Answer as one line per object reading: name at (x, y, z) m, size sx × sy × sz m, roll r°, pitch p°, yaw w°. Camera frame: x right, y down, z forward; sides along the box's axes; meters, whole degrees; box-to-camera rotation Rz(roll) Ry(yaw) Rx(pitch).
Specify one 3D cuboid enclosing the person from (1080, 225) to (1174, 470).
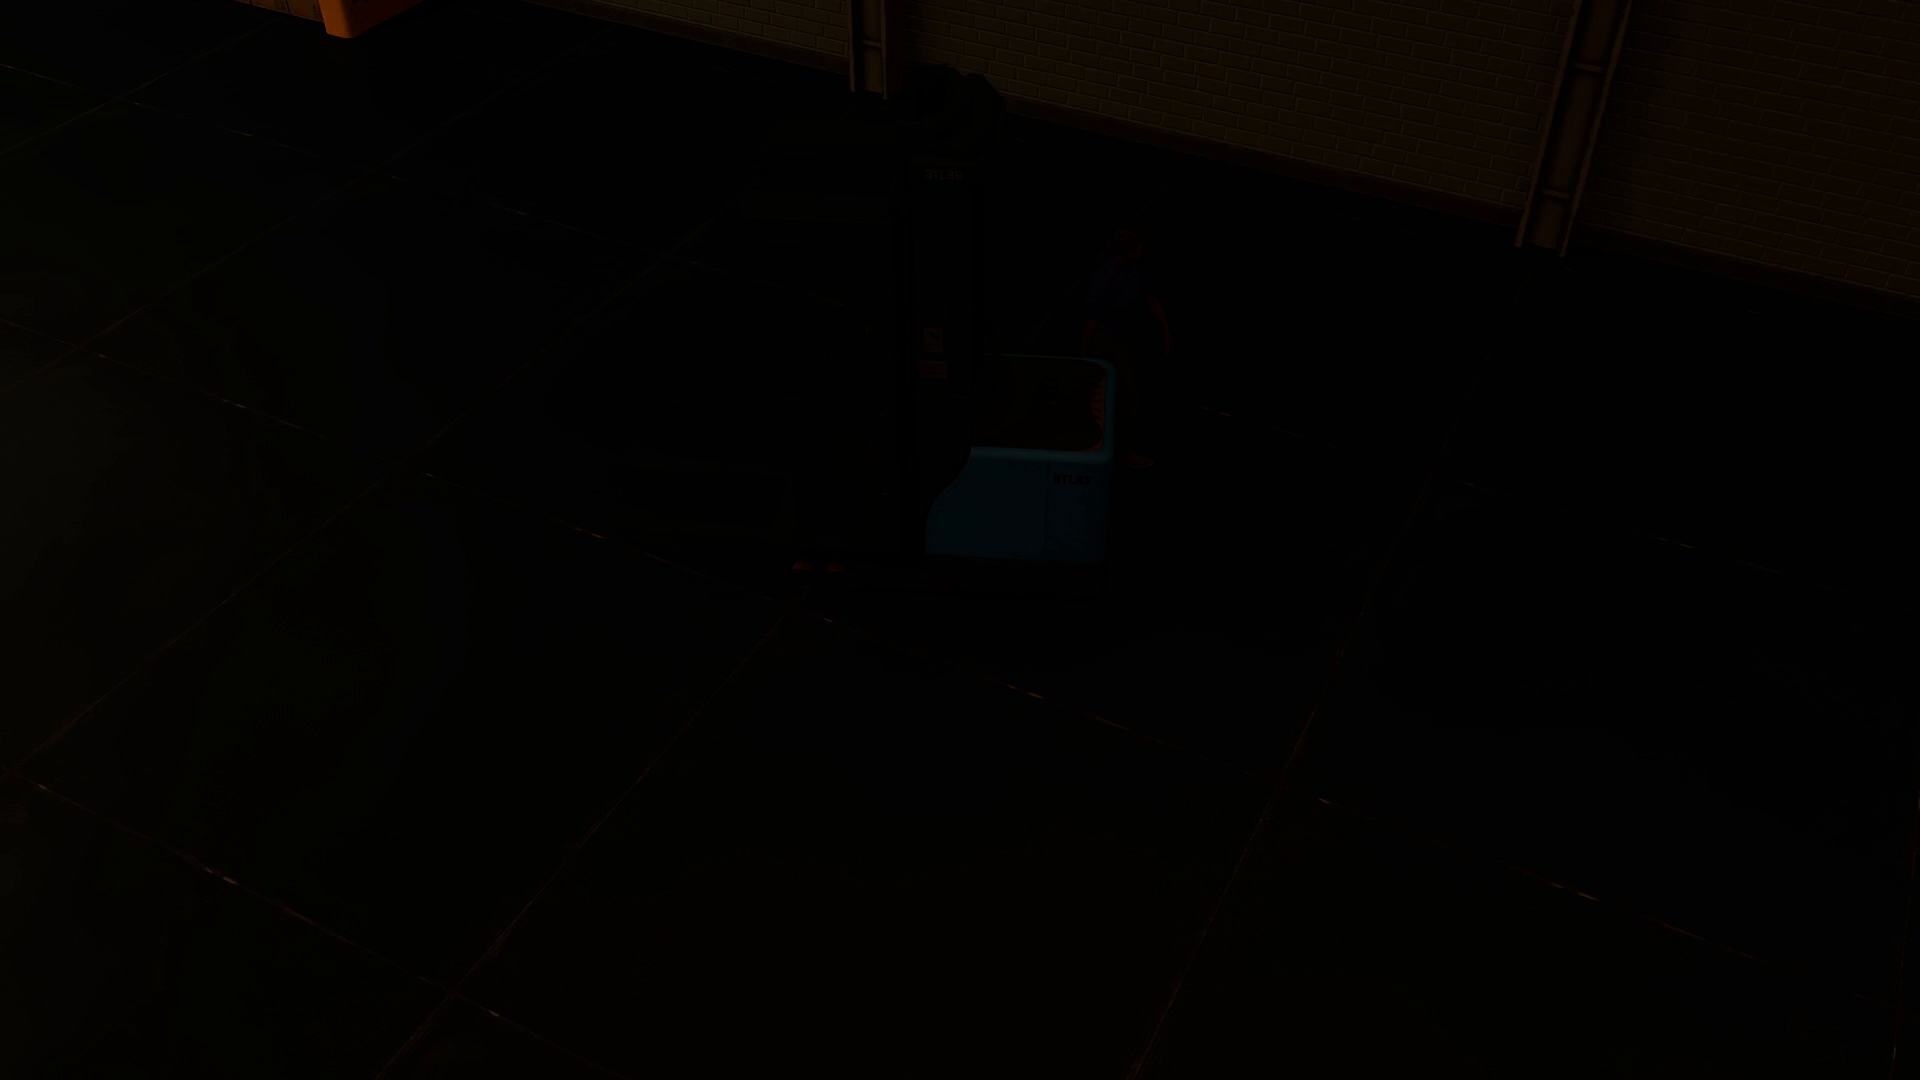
person at (0.997, -1.224, 10.488) m, size 0.736 × 1.594 × 0.606 m, roll 22°, pitch 45°, yaw 24°

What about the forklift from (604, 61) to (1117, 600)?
forklift at (-0.606, -1.157, 9.360) m, size 3.031 × 2.935 × 1.130 m, roll 3°, pitch 40°, yaw 4°
